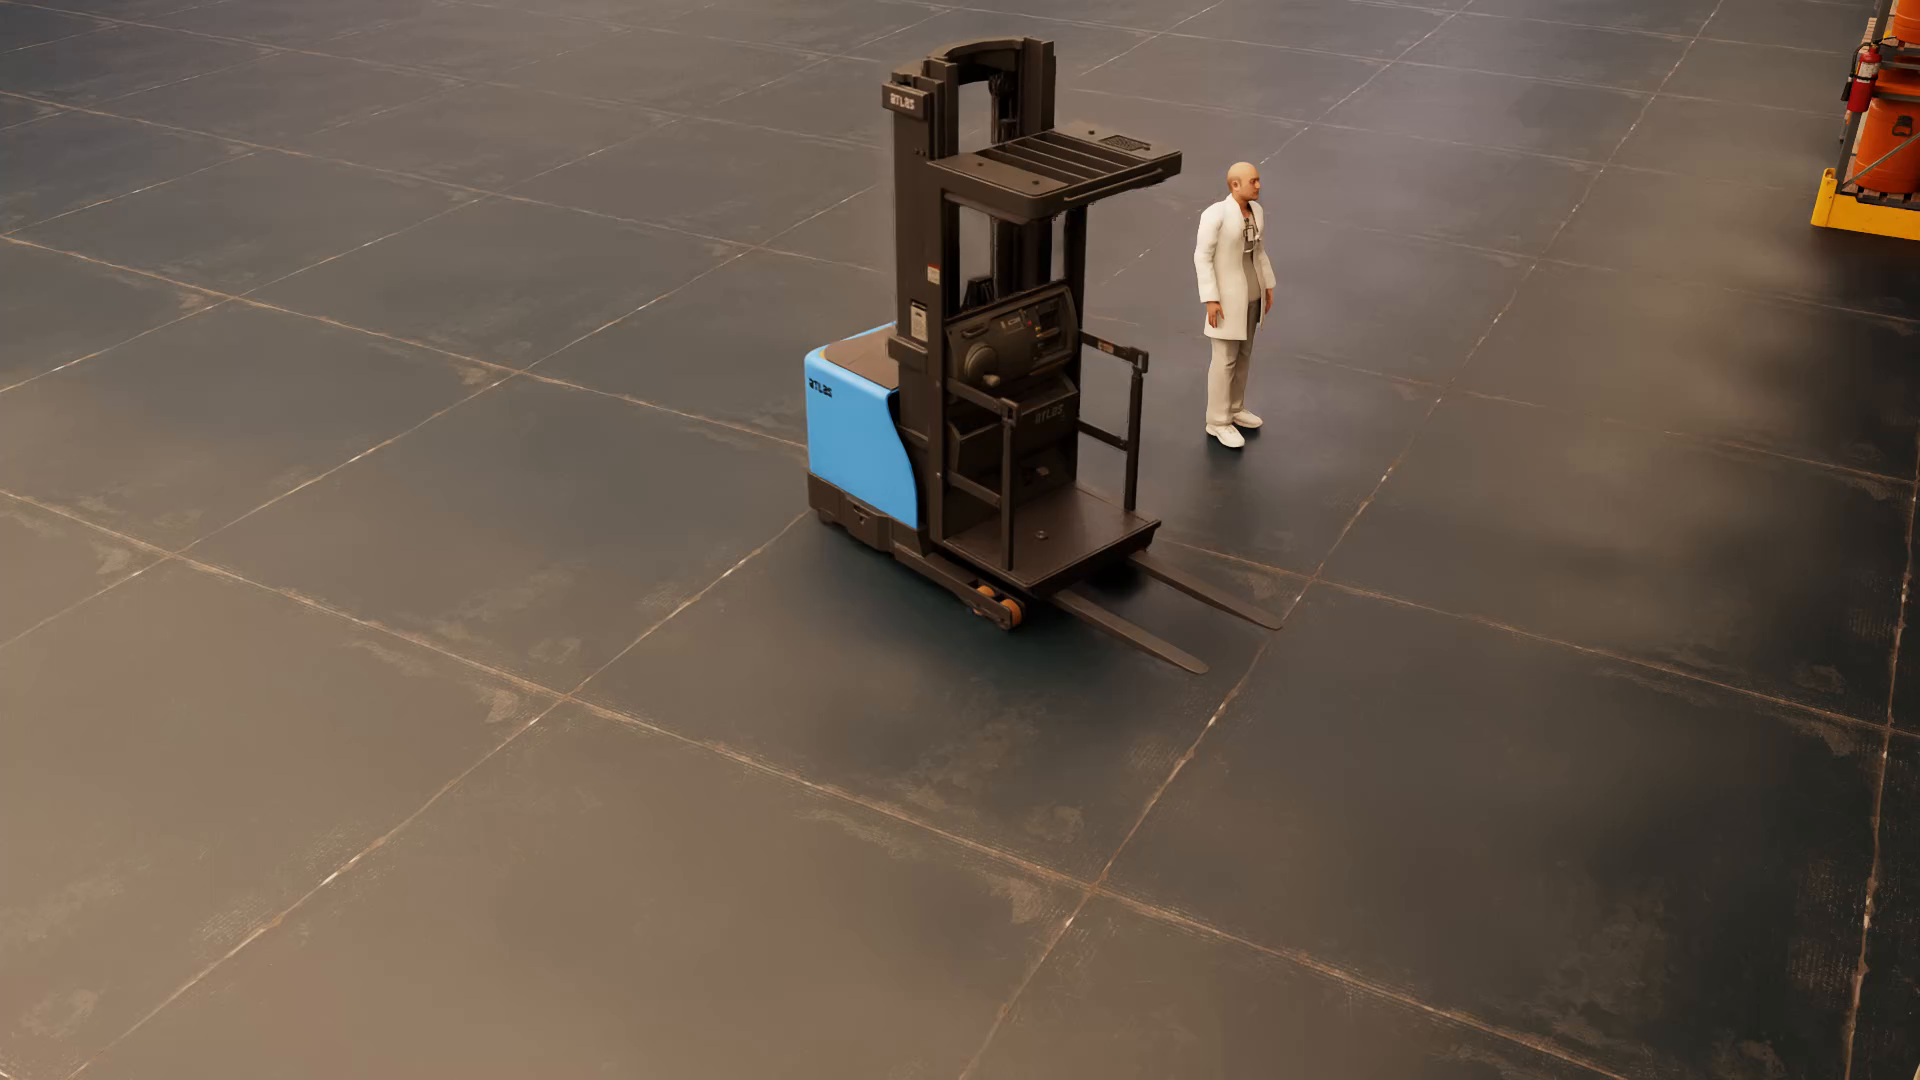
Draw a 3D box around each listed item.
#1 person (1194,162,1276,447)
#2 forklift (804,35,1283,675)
[{"bbox_3d":[1.884,-1.564,10.919,0.697,1.776,0.582,-24,38,-36],"label":"person"},{"bbox_3d":[0.435,-1.065,8.916,1.130,2.935,3.031,-25,38,-36],"label":"forklift"}]
